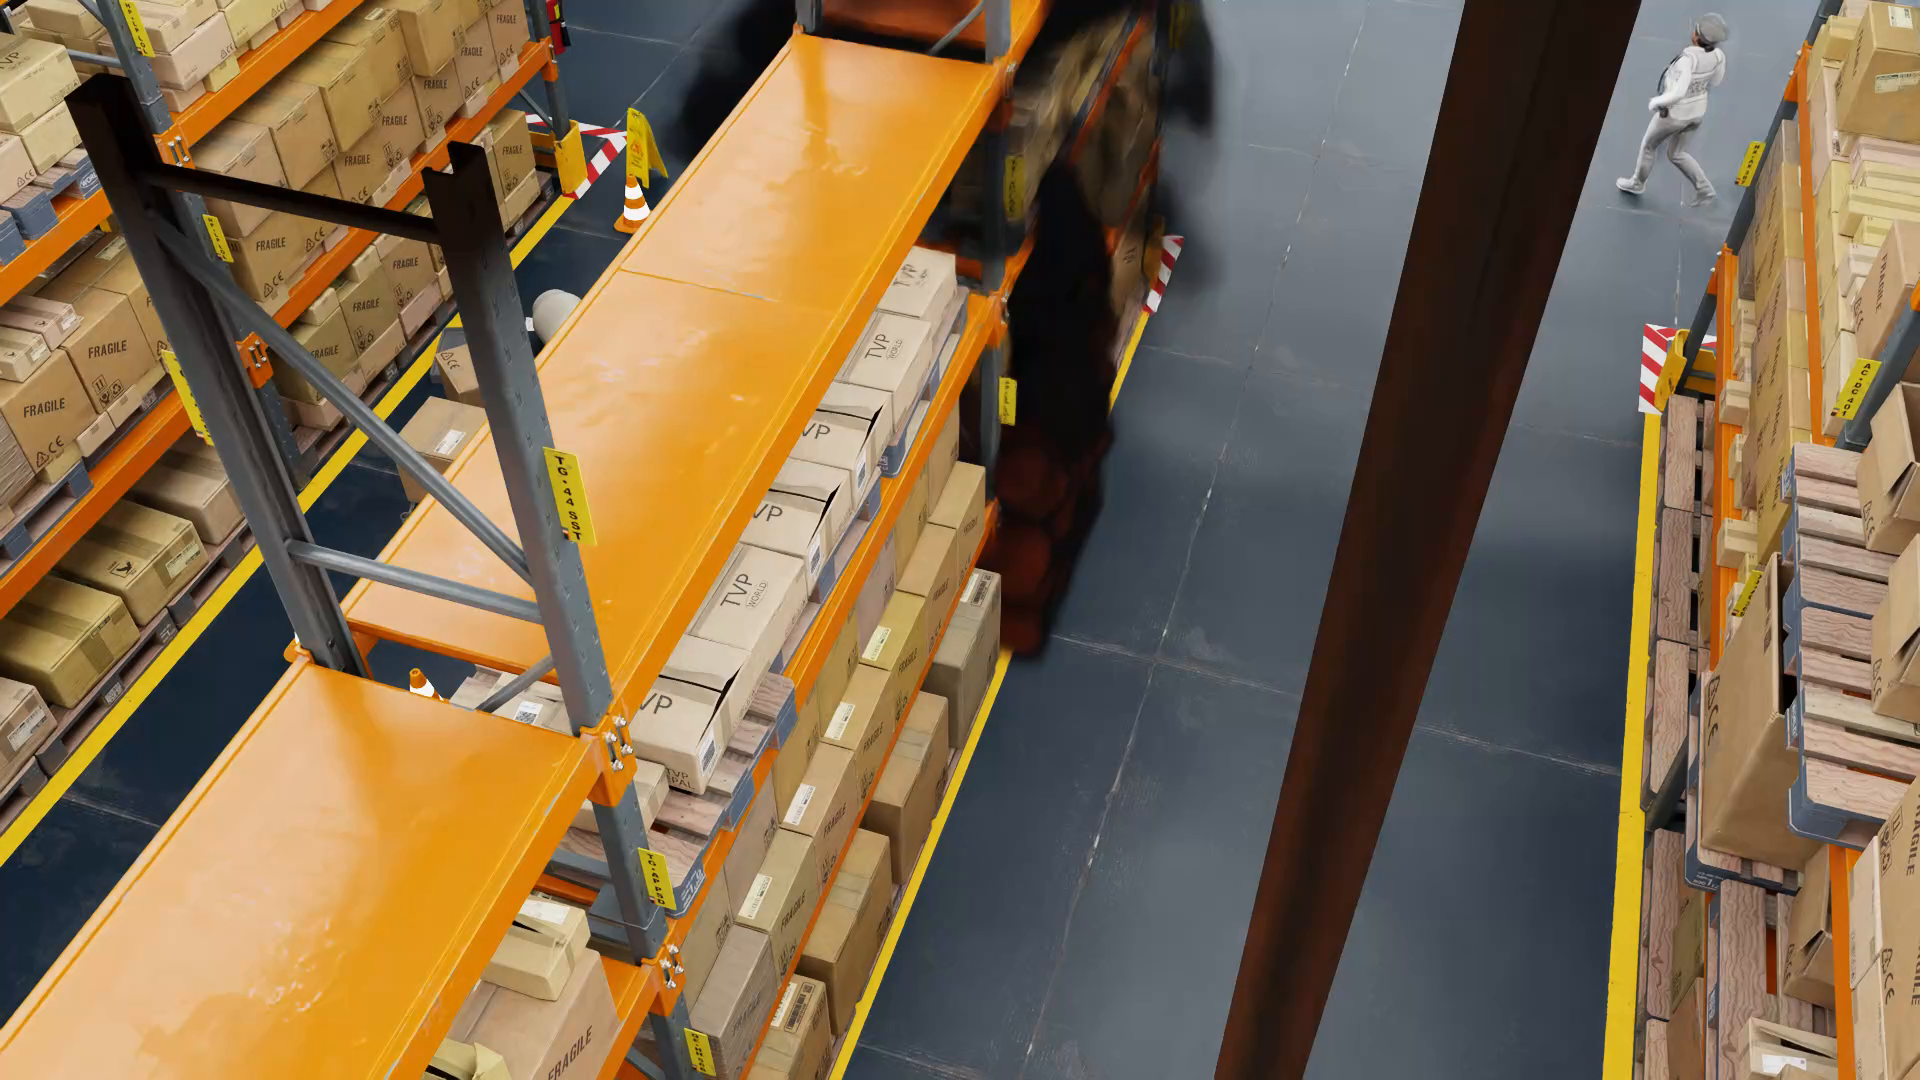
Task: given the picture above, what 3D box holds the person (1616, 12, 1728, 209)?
[{"bbox_3d":[5.770,-3.361,13.258,0.625,1.702,0.859,-19,49,-17],"label":"person"}]
